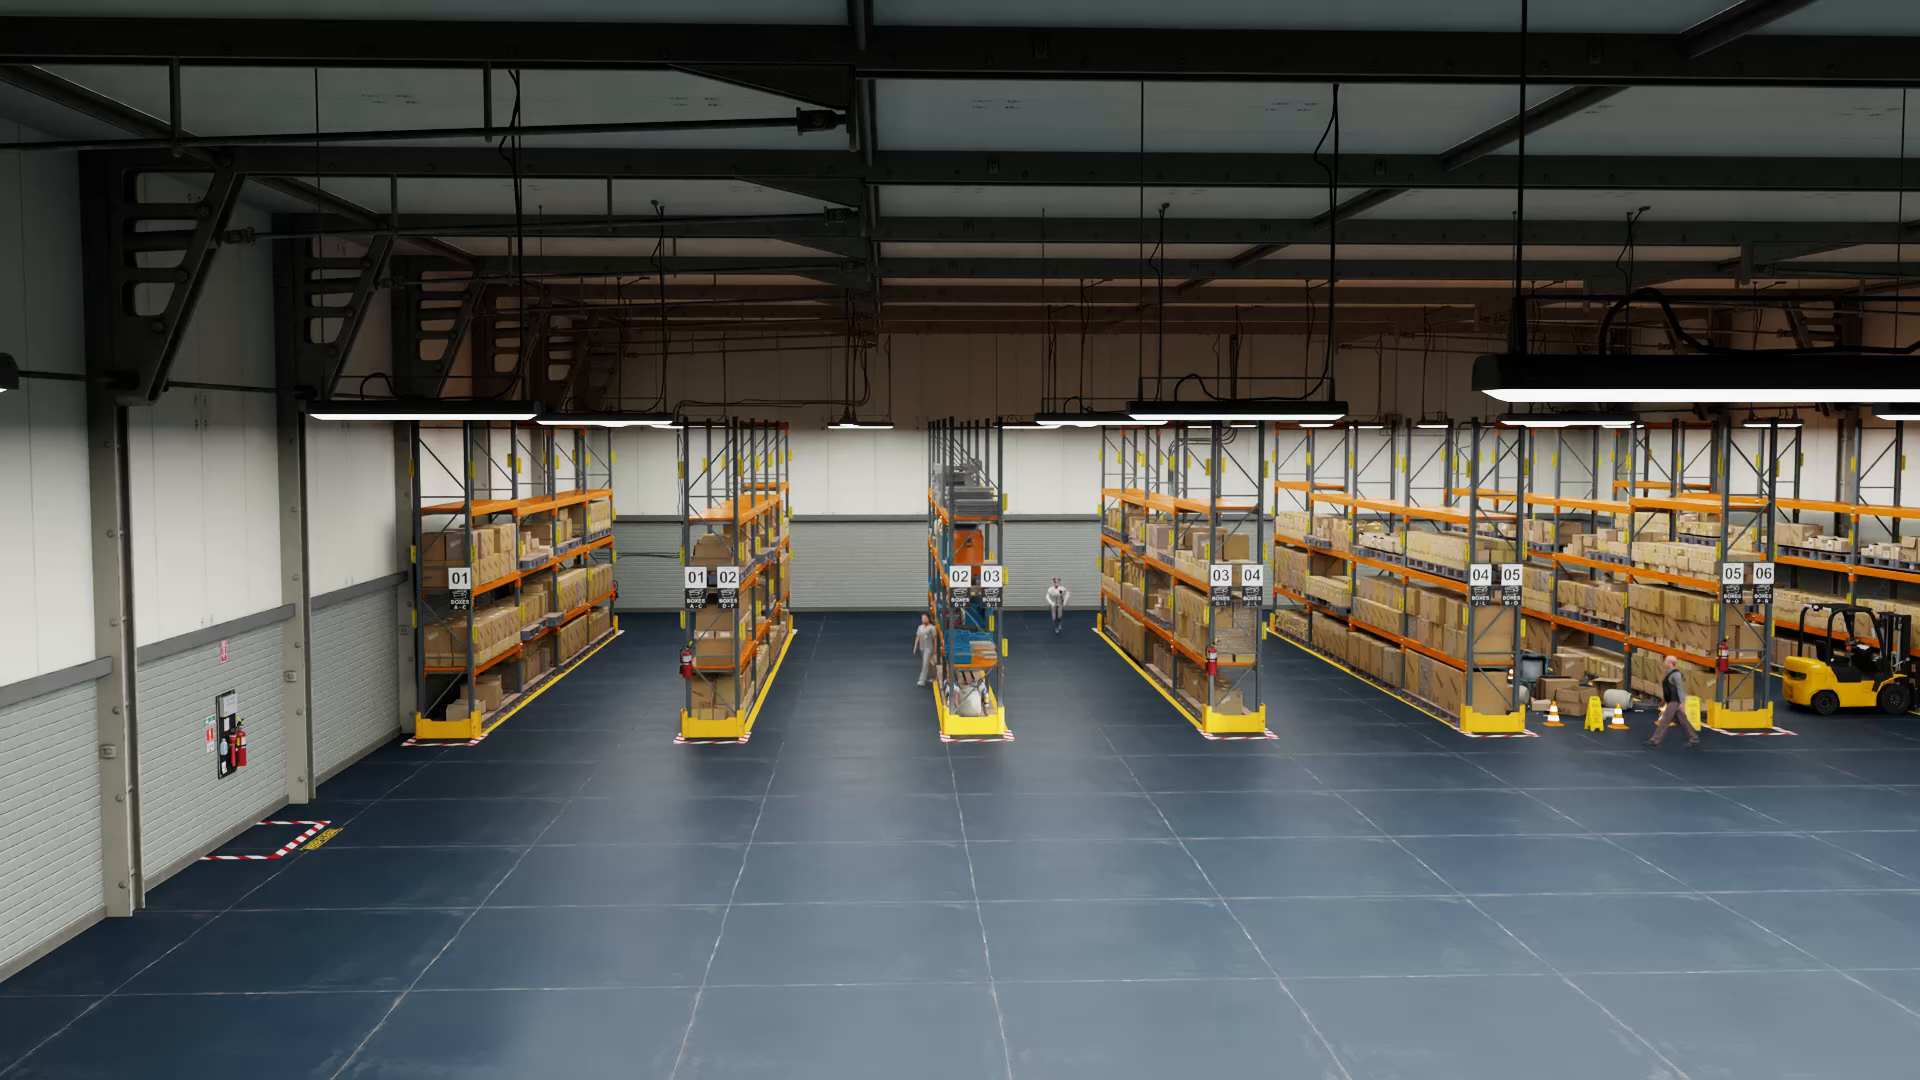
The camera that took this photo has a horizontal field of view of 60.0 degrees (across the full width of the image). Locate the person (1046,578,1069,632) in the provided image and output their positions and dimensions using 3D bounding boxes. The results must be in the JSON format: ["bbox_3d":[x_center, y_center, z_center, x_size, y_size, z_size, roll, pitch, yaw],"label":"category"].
[{"bbox_3d":[2.779,1.846,47.214,0.654,1.606,0.696,0,4,7],"label":"person"}]

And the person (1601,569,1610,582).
[{"bbox_3d":[19.286,1.620,49.397,0.987,1.760,0.554,0,4,-4],"label":"person"}]

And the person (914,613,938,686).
[{"bbox_3d":[-0.776,2.452,37.478,0.490,1.610,1.036,3,5,40],"label":"person"}]

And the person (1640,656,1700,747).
[{"bbox_3d":[12.834,2.910,30.019,1.032,1.656,0.582,1,4,14],"label":"person"}]
